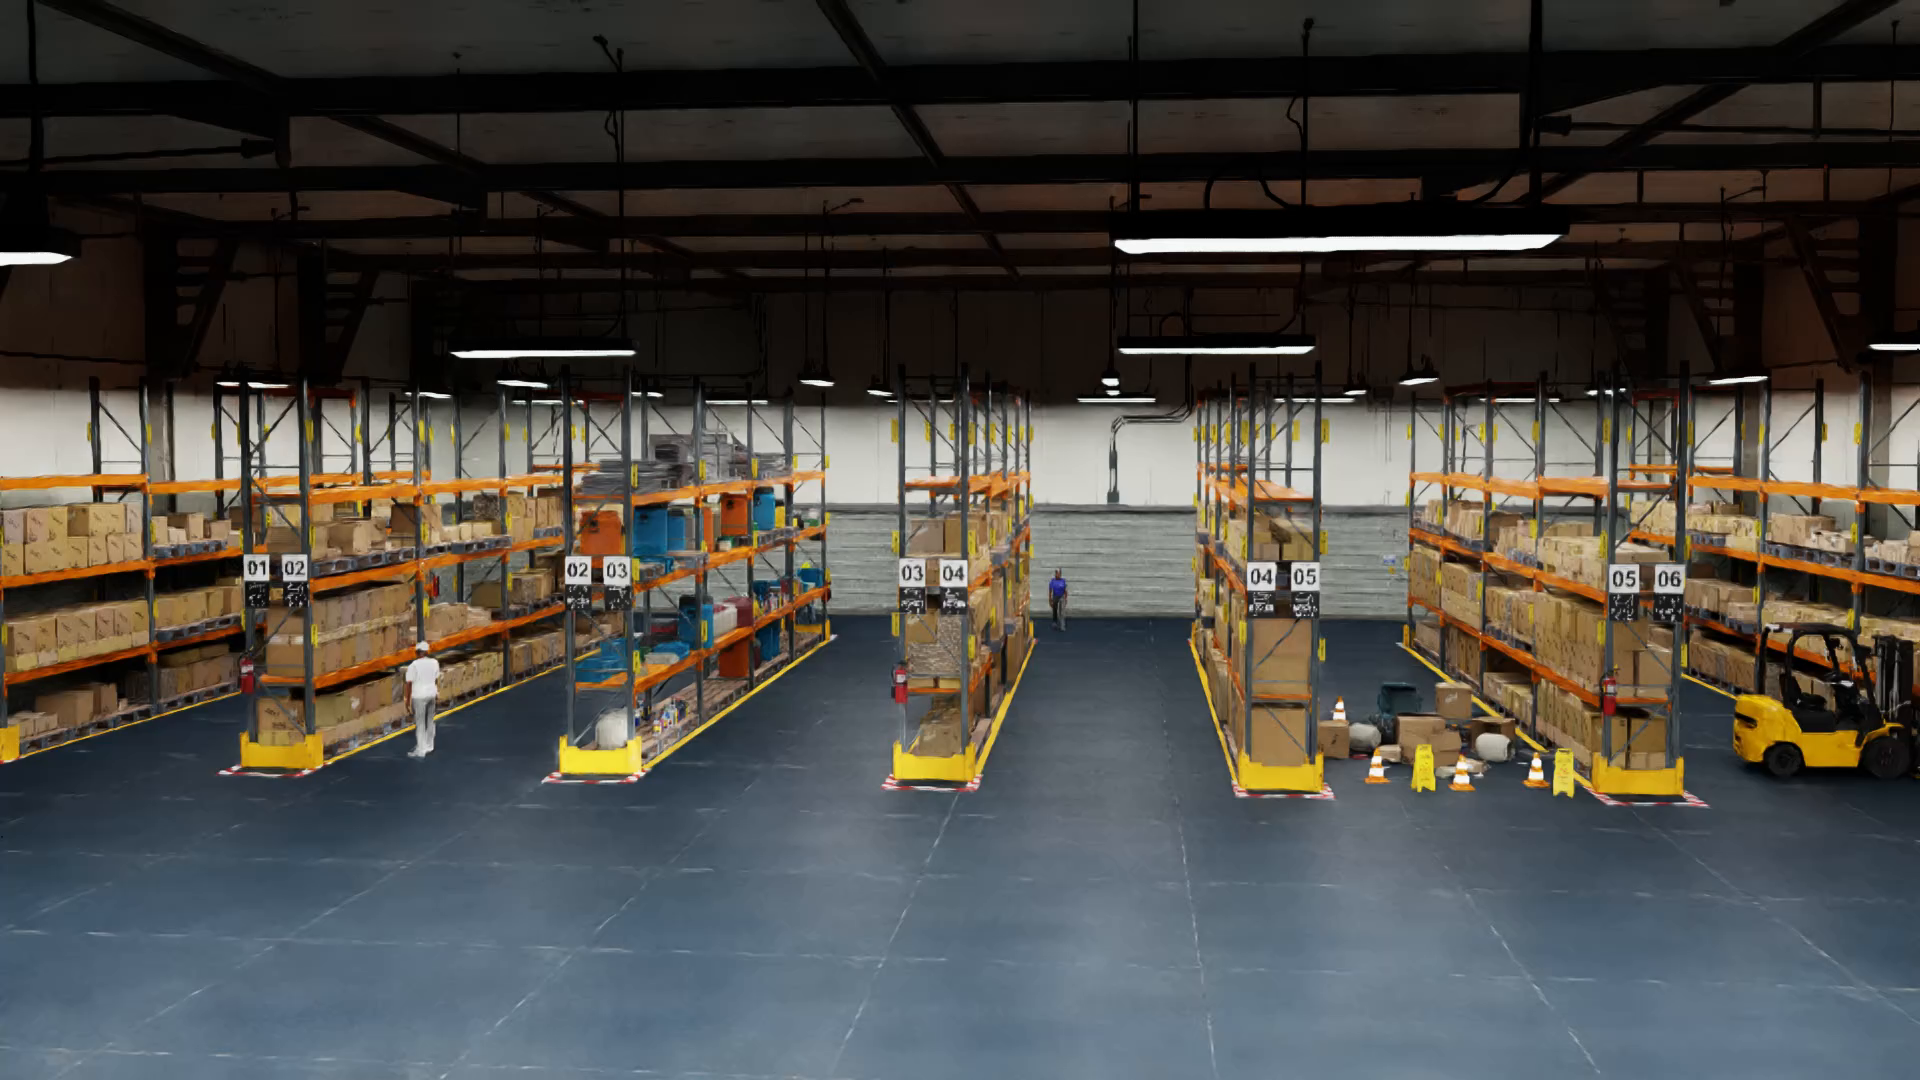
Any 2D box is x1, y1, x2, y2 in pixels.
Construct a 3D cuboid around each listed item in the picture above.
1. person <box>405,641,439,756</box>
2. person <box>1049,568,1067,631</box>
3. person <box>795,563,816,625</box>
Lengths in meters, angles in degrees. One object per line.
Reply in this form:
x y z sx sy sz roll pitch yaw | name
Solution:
-8.396 2.445 25.868 0.497 1.765 0.625 3 5 36 | person
2.481 1.492 42.157 0.451 1.572 1.088 0 4 4 | person
-3.829 1.440 41.600 0.533 1.758 0.723 3 5 40 | person
